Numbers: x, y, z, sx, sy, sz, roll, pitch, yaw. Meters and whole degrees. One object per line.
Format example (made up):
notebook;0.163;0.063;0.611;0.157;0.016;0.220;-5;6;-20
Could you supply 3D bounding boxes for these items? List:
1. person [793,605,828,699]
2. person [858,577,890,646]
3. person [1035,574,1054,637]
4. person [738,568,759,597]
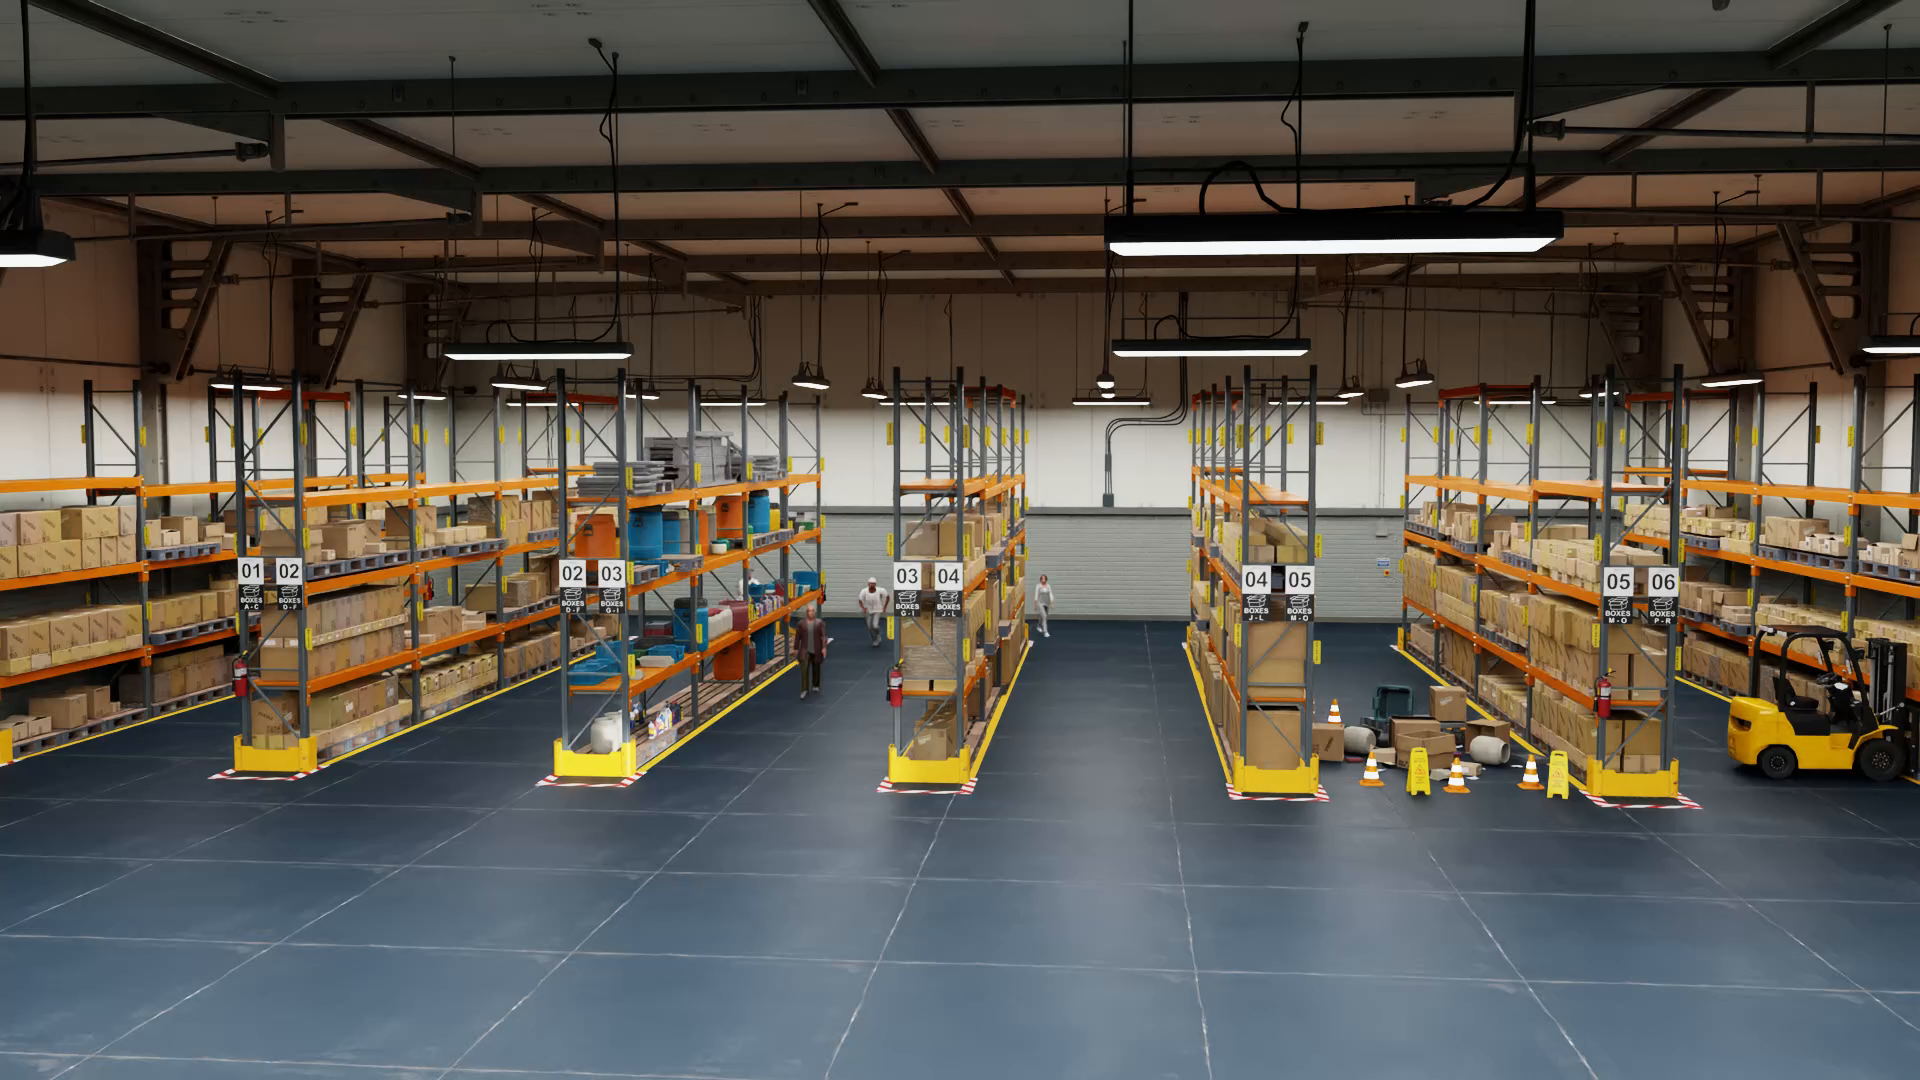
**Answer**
person;-2.894;2.126;31.999;0.652;1.726;1.100;0;4;-3
person;-2.050;1.706;39.662;0.710;1.668;0.691;1;4;13
person;2.091;1.622;41.665;0.416;1.536;1.003;-1;4;-22
person;-5.263;1.551;41.318;0.632;1.737;0.999;1;4;14
